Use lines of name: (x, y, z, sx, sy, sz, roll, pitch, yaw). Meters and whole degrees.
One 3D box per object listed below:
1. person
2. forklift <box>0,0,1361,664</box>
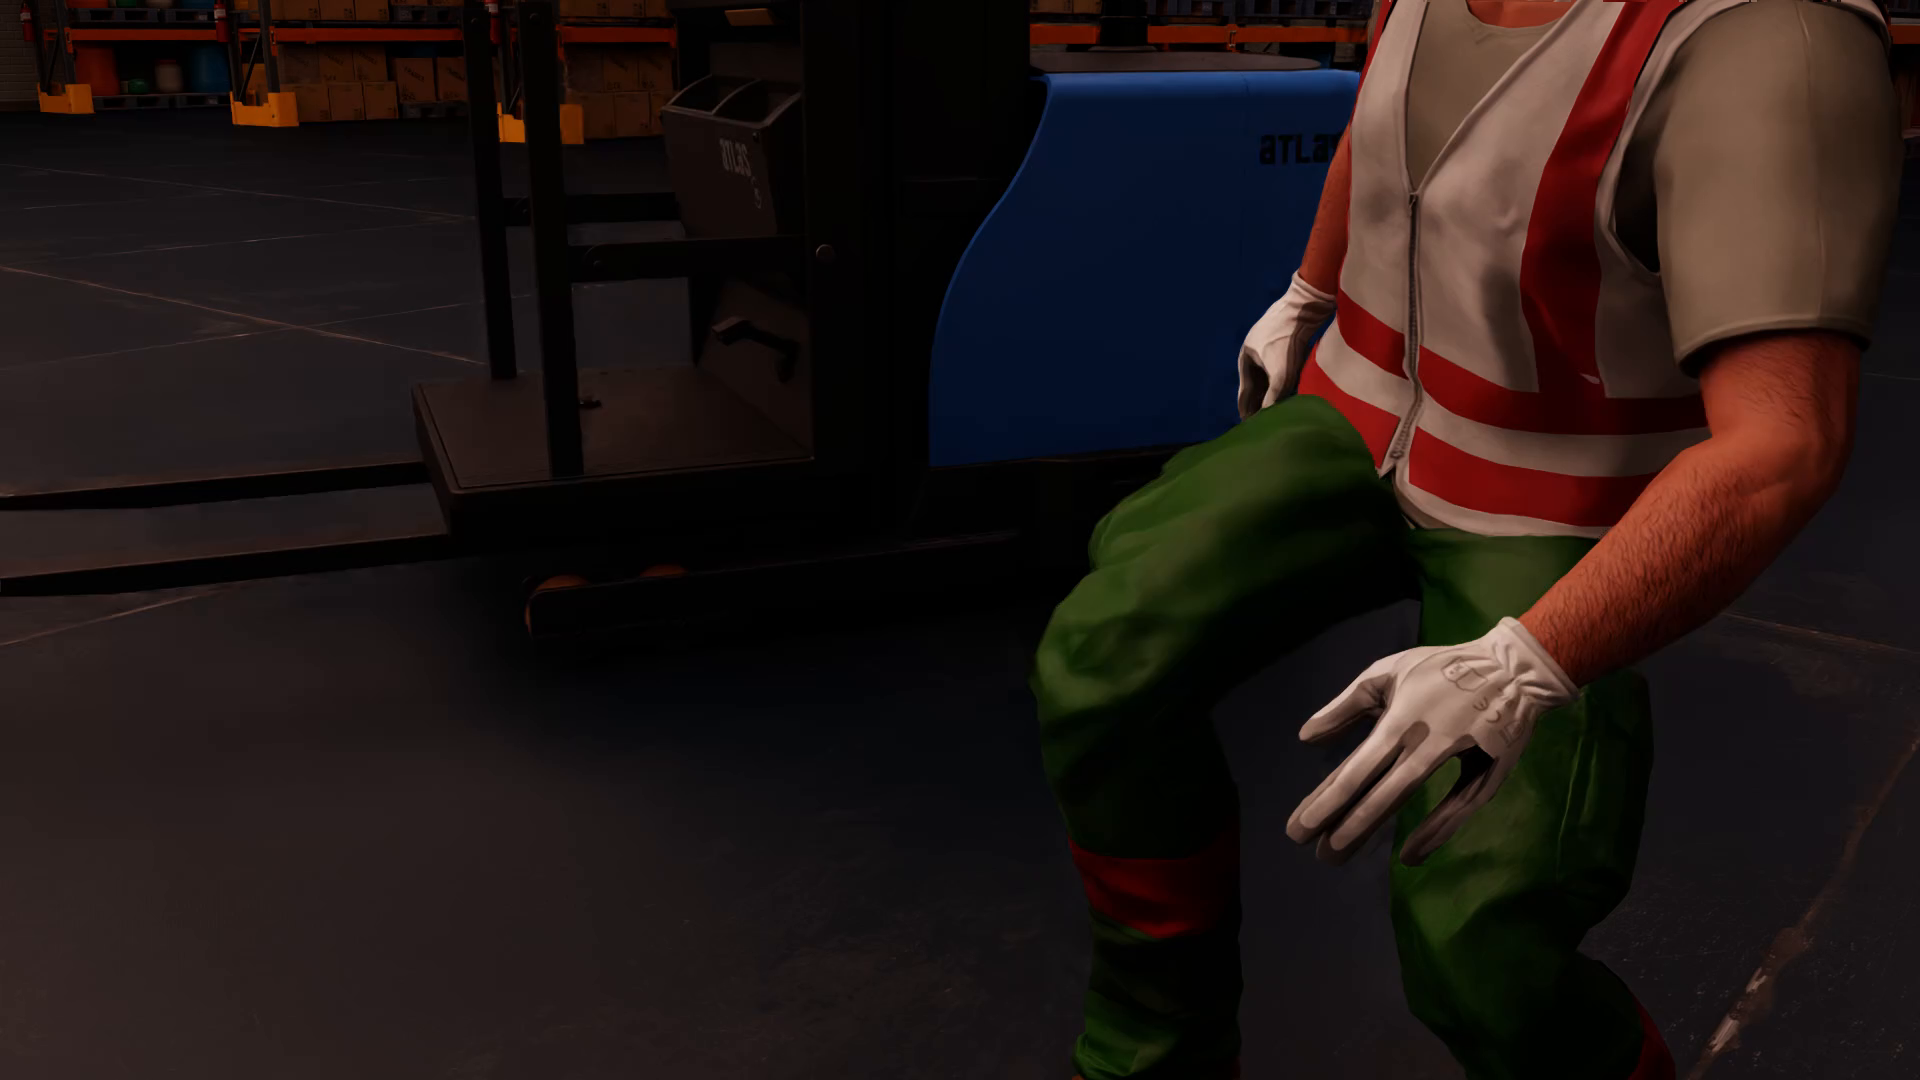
person: (0.370, -0.044, 1.467, 0.740, 1.554, 0.789, -14, 22, -38)
forklift: (-0.666, -1.341, 3.312, 3.031, 2.935, 1.130, -6, 18, -20)
